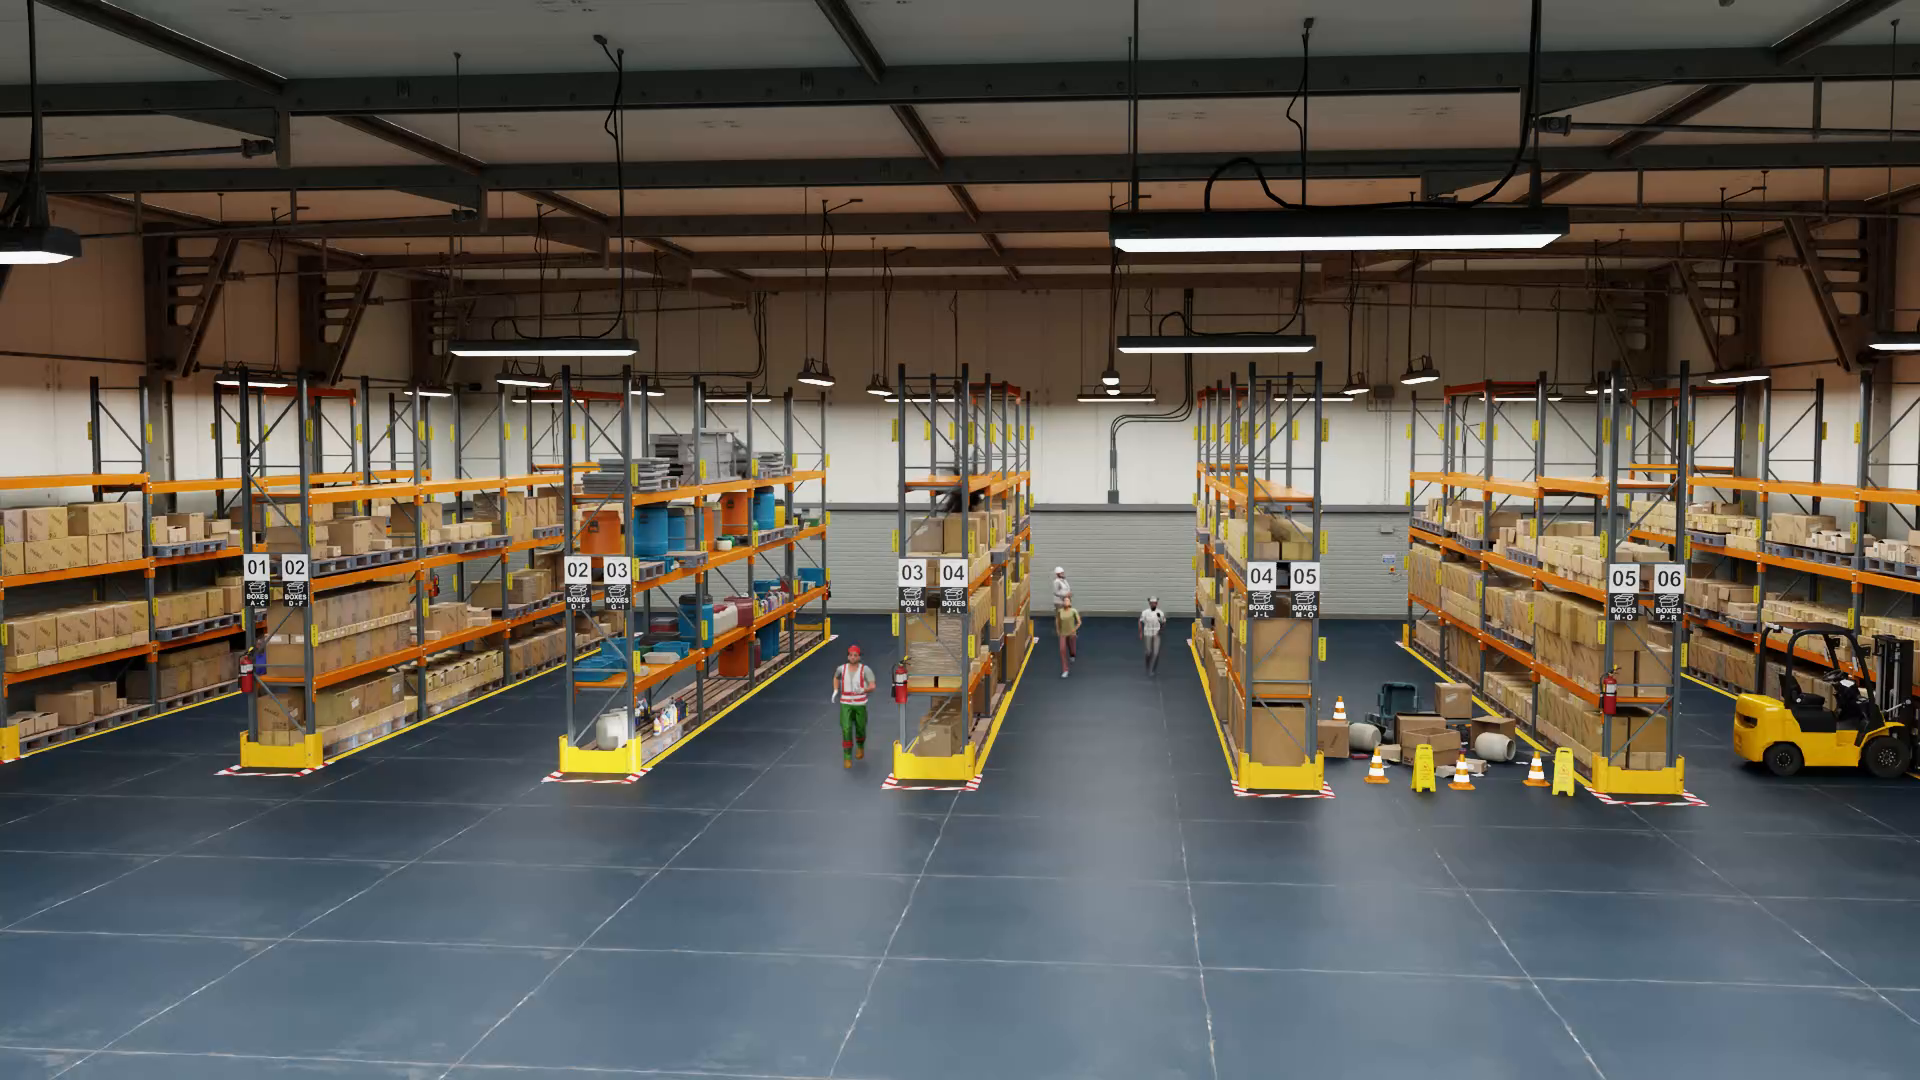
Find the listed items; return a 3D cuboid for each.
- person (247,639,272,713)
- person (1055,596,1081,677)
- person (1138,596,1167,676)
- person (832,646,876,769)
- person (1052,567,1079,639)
[{"bbox_3d":[-11.520,2.437,27.389,0.584,1.613,0.739,0,4,5],"label":"person"},{"bbox_3d":[2.238,1.986,34.576,0.560,1.653,0.996,1,4,8],"label":"person"},{"bbox_3d":[3.977,1.981,34.333,0.578,1.661,0.555,0,4,3],"label":"person"},{"bbox_3d":[-1.596,2.473,24.975,0.668,1.781,0.971,0,4,2],"label":"person"},{"bbox_3d":[2.454,1.538,40.442,0.720,1.793,0.626,3,5,40],"label":"person"}]
